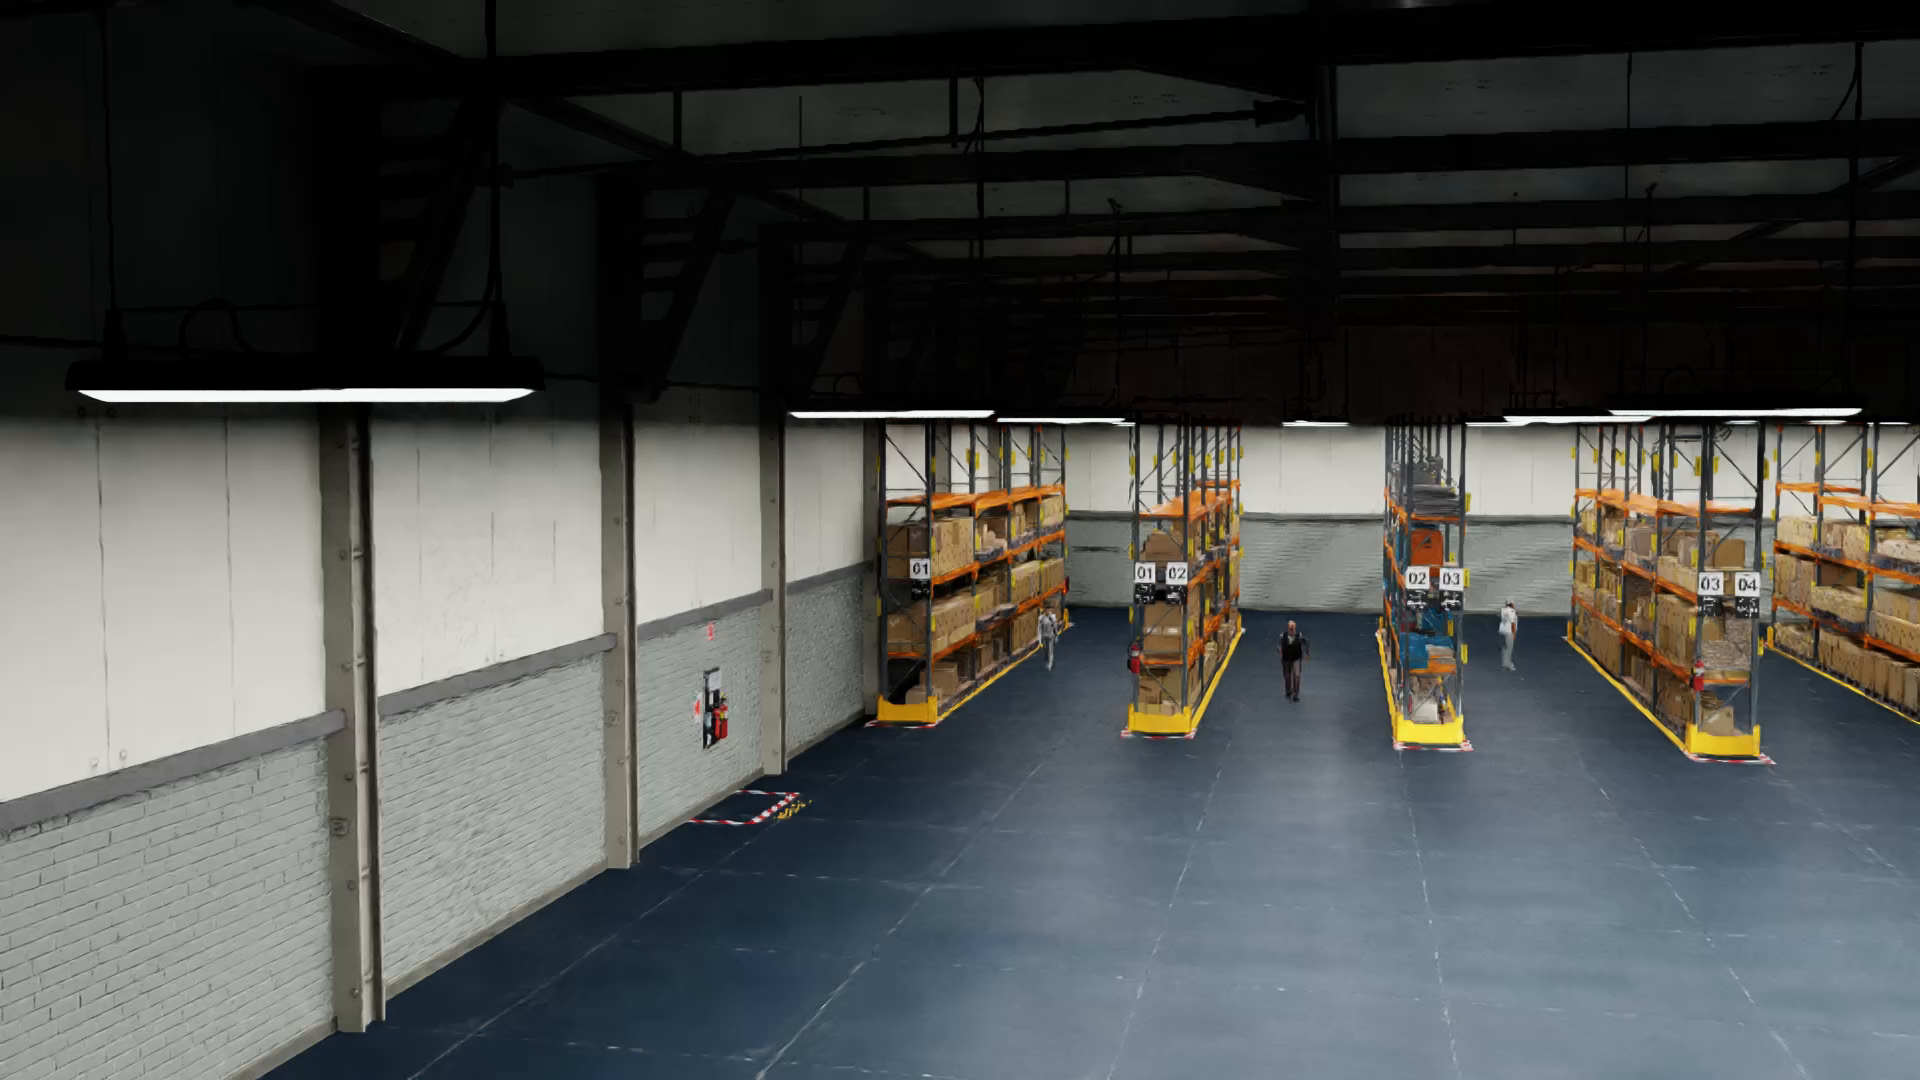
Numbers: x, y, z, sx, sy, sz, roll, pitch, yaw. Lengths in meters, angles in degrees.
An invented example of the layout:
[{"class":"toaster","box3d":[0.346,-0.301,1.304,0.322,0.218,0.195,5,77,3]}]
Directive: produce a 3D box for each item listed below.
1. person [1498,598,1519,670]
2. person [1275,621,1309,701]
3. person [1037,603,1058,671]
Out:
[{"class":"person","box3d":[13.031,2.214,39.418,0.463,1.673,0.577,-1,4,-12]},{"class":"person","box3d":[7.002,2.519,35.102,0.679,1.658,0.866,1,4,18]},{"class":"person","box3d":[2.048,2.258,39.201,0.489,1.589,1.086,1,4,15]}]
